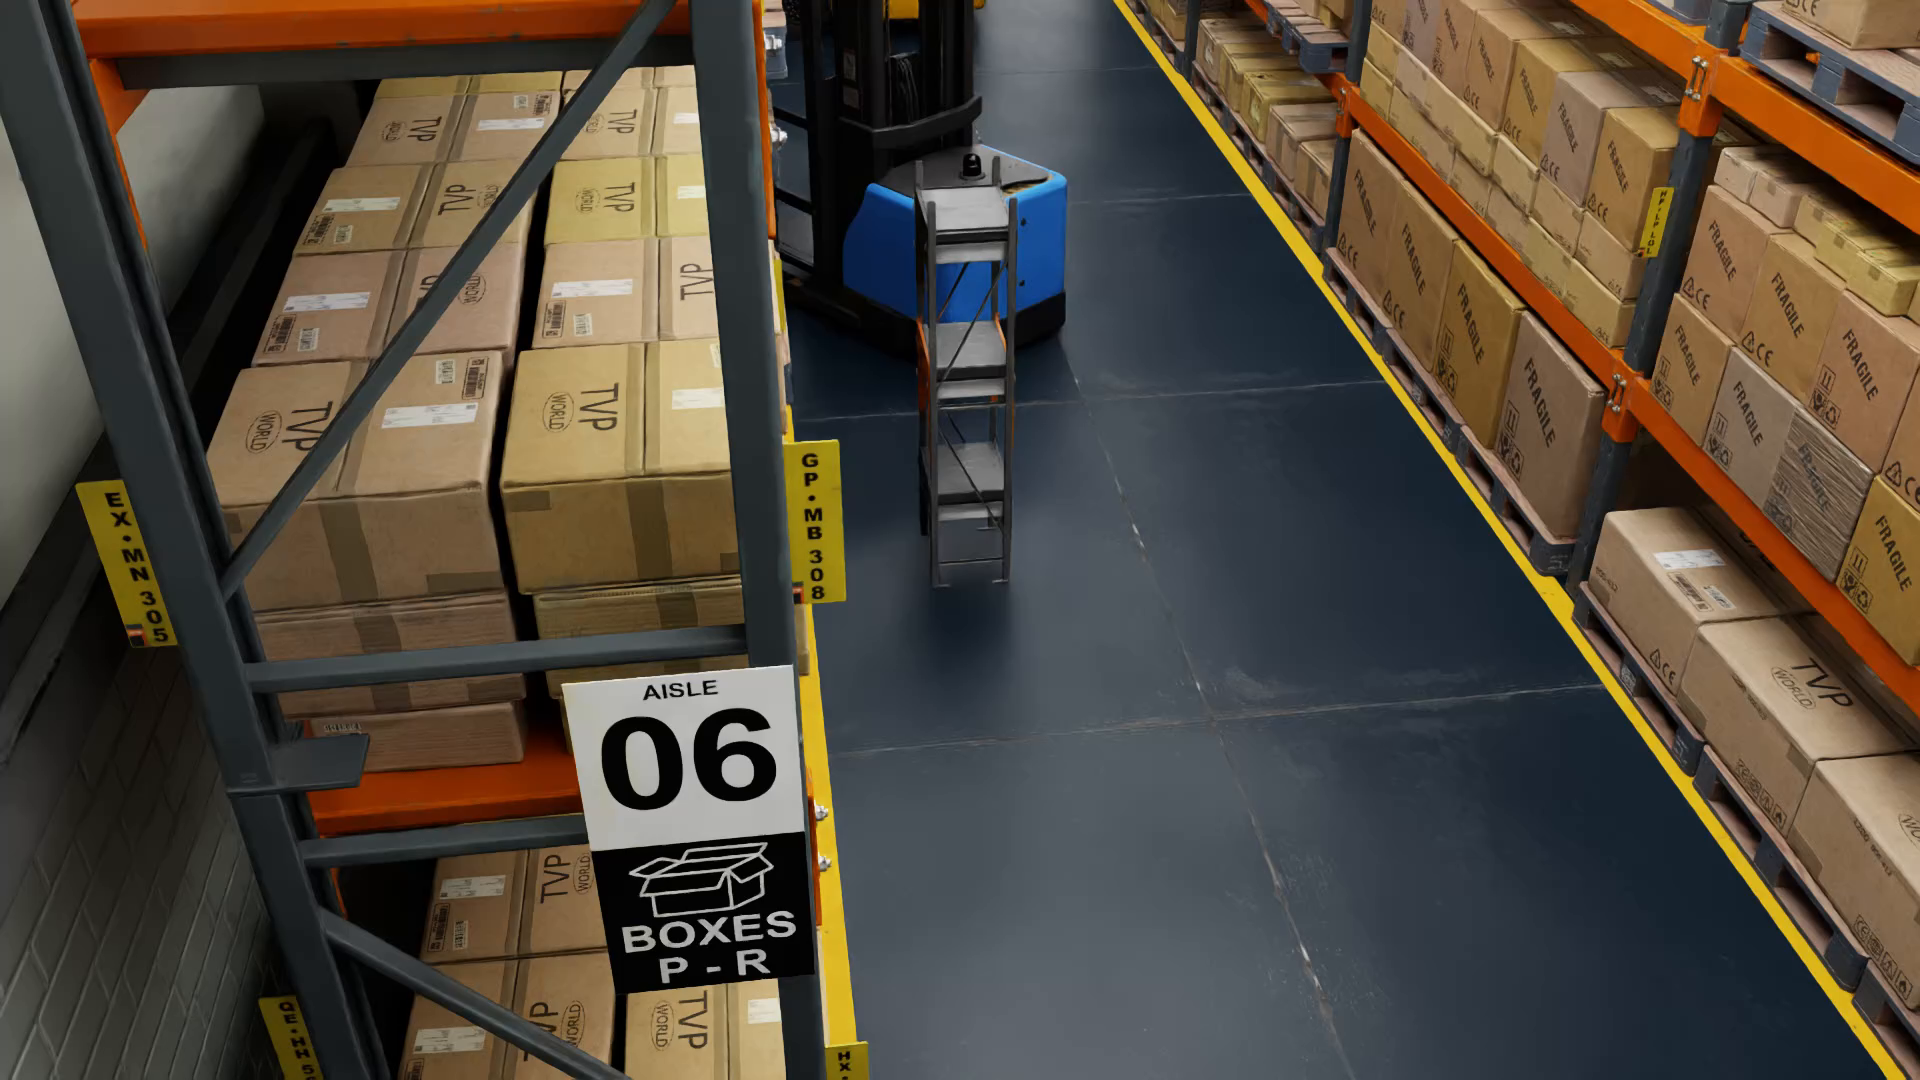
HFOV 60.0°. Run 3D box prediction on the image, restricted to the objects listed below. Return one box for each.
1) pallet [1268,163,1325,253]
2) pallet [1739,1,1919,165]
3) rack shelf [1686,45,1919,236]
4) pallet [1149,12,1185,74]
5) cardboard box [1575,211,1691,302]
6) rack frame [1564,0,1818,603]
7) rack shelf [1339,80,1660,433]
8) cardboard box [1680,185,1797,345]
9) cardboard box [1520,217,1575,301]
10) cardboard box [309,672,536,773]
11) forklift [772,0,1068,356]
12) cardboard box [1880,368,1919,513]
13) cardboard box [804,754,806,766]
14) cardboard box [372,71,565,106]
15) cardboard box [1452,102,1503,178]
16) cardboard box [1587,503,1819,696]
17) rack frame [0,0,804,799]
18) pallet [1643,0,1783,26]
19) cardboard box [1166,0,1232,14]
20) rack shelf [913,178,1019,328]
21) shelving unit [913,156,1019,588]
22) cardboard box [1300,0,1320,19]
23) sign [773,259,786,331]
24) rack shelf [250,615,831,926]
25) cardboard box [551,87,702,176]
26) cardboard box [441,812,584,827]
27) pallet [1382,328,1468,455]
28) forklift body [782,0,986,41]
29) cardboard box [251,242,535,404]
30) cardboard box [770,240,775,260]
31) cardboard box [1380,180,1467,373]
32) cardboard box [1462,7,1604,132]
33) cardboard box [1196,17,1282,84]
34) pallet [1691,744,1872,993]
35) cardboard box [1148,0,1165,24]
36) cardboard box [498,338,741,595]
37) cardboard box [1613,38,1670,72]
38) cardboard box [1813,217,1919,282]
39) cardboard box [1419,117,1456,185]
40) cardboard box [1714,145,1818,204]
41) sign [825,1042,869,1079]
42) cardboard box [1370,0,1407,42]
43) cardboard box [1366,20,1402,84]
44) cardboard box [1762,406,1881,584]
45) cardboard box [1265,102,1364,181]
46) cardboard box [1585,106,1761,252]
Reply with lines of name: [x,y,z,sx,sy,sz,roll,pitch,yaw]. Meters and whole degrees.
pallet: [2.953,-2.510,12.374,1.003,0.211,1.213,-4,35,-6]
pallet: [3.694,-1.739,6.182,1.003,0.211,1.213,-4,35,-6]
rack shelf: [3.863,-0.820,5.393,1.077,0.370,4.000,-4,35,-6]
pallet: [2.393,-4.678,15.555,1.003,0.211,1.213,-4,35,-6]
cardboard box: [3.294,-1.366,7.909,0.500,0.250,0.500,-4,35,-6]
rack frame: [3.594,-0.994,7.673,1.000,3.000,0.127,-4,35,-6]
rack shelf: [3.325,-1.812,9.513,1.077,0.370,4.000,-4,35,-6]
cardboard box: [3.418,-1.164,6.947,0.500,0.500,0.500,-4,34,-6]
cardboard box: [3.217,-1.447,8.472,0.500,0.250,0.500,-5,35,-7]
cardboard box: [-1.058,0.320,3.305,0.380,0.149,0.250,-3,34,-5]
forklift: [-0.700,-2.984,10.655,1.130,2.935,3.031,-28,43,-35]
cardboard box: [3.603,-0.313,5.698,0.500,0.500,0.500,-5,35,-7]
cardboard box: [-0.719,0.718,5.031,0.500,0.250,0.500,-5,35,-7]
cardboard box: [-1.386,-1.254,4.816,0.500,0.250,0.500,-5,35,-7]
cardboard box: [3.058,-2.217,9.158,0.500,0.250,0.500,-4,34,-6]
cardboard box: [3.572,0.250,7.750,0.875,0.438,0.875,-5,35,-7]
rack frame: [-0.786,-0.863,2.154,1.000,3.000,0.127,-4,35,-6]
pallet: [3.422,-2.662,7.628,0.805,0.209,1.217,-6,35,-8]
cardboard box: [2.173,-5.115,15.123,0.500,0.500,0.500,-5,35,-7]
rack shelf: [0.022,-1.342,7.765,0.431,0.518,0.480,-4,35,-6]
shelving unit: [0.022,-0.775,8.152,0.431,2.100,0.503,-4,35,-6]
cardboard box: [2.593,-3.742,11.556,0.380,0.149,0.250,-5,35,-7]
sign: [-0.787,-1.019,6.941,0.100,0.325,0.005,-4,35,-6]
rack shelf: [-1.055,-0.442,4.839,1.077,0.370,4.000,-4,35,-6]
cardboard box: [-0.806,-1.005,4.452,0.500,0.250,0.500,-3,34,-5]
cardboard box: [-1.241,0.754,4.977,0.500,0.250,0.500,-3,34,-5]
pallet: [3.249,-0.949,10.083,1.003,0.211,1.213,-4,35,-6]
forklift body: [-0.875,-6.041,15.834,2.313,2.155,1.214,-4,35,-6]
cardboard box: [-1.191,-0.408,3.575,0.500,0.250,0.500,-5,35,-8]
cardboard box: [-1.167,-1.117,7.393,0.700,0.500,0.500,-4,34,-5]
cardboard box: [3.183,-1.632,10.123,0.875,0.875,0.875,-4,34,-6]
cardboard box: [3.075,-2.539,8.964,0.500,0.500,0.500,-4,34,-6]
cardboard box: [2.591,-4.253,14.417,0.950,0.372,0.625,-4,34,-6]
pallet: [3.786,1.271,6.826,1.003,0.211,1.213,-4,35,-6]
cardboard box: [2.091,-5.101,15.769,0.500,0.250,0.500,-5,35,-8]
cardboard box: [-0.597,-0.157,3.207,0.500,0.250,0.500,-5,35,-7]
cardboard box: [3.659,-2.277,8.580,0.500,0.500,0.500,-5,35,-8]
cardboard box: [3.479,-1.096,6.270,0.380,0.149,0.250,-5,35,-7]
cardboard box: [3.024,-2.293,9.713,0.500,0.250,0.500,-3,34,-5]
cardboard box: [3.380,-1.520,6.893,0.380,0.149,0.250,-5,35,-7]
sign: [-0.248,1.218,3.660,0.100,0.325,0.005,-4,35,-6]
cardboard box: [2.880,-3.387,10.208,0.500,0.500,0.500,-5,35,-8]
cardboard box: [2.880,-3.069,10.408,0.500,0.250,0.500,-5,35,-7]
cardboard box: [3.522,-0.194,6.411,0.500,0.500,0.500,-4,34,-6]
cardboard box: [2.883,-3.041,12.637,0.950,0.372,0.625,-5,35,-7]
cardboard box: [3.285,-1.678,7.701,0.500,0.500,0.500,-3,34,-5]
